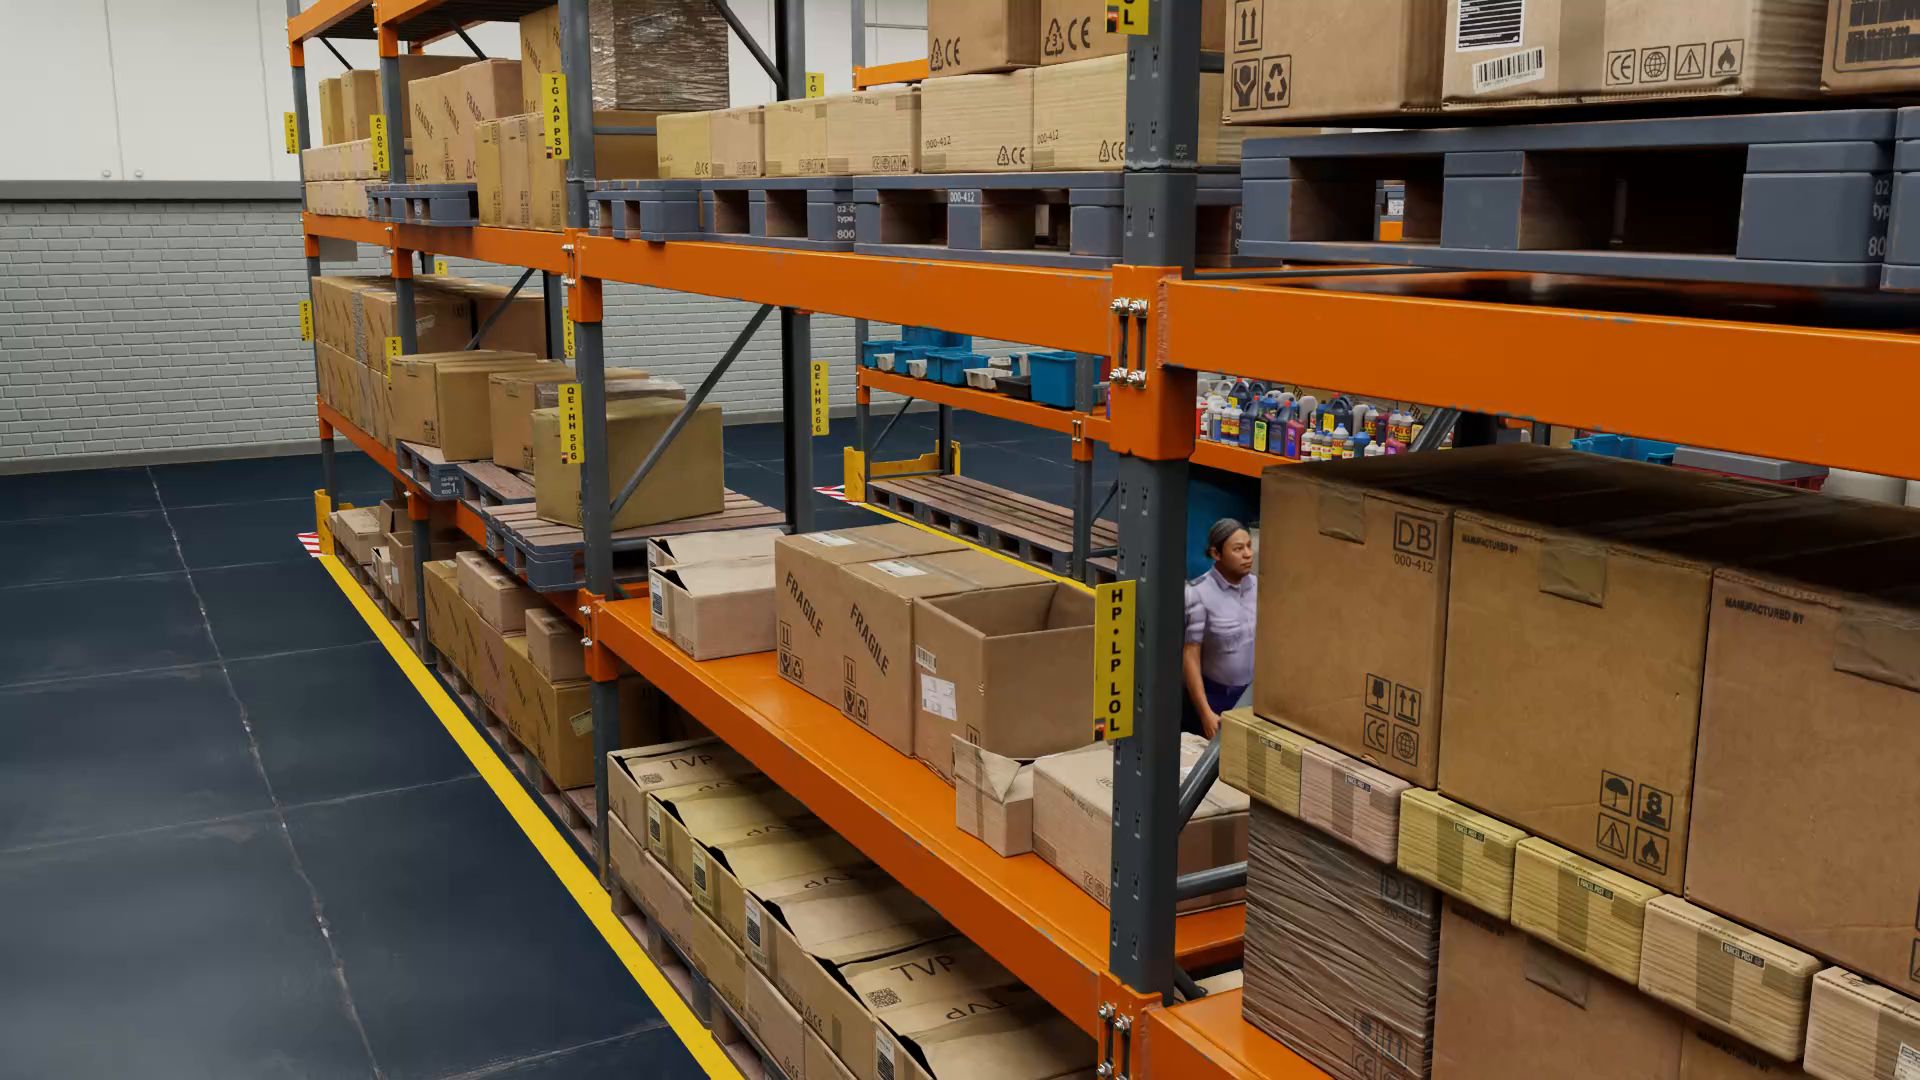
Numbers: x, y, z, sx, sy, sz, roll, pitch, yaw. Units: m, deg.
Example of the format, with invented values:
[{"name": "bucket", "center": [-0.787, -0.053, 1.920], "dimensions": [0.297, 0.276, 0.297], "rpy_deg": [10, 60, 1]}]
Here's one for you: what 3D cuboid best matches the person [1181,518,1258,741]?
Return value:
[{"name": "person", "center": [1.156, 0.718, 6.980], "dimensions": [0.500, 1.613, 0.907], "rpy_deg": [-6, 13, -25]}]
